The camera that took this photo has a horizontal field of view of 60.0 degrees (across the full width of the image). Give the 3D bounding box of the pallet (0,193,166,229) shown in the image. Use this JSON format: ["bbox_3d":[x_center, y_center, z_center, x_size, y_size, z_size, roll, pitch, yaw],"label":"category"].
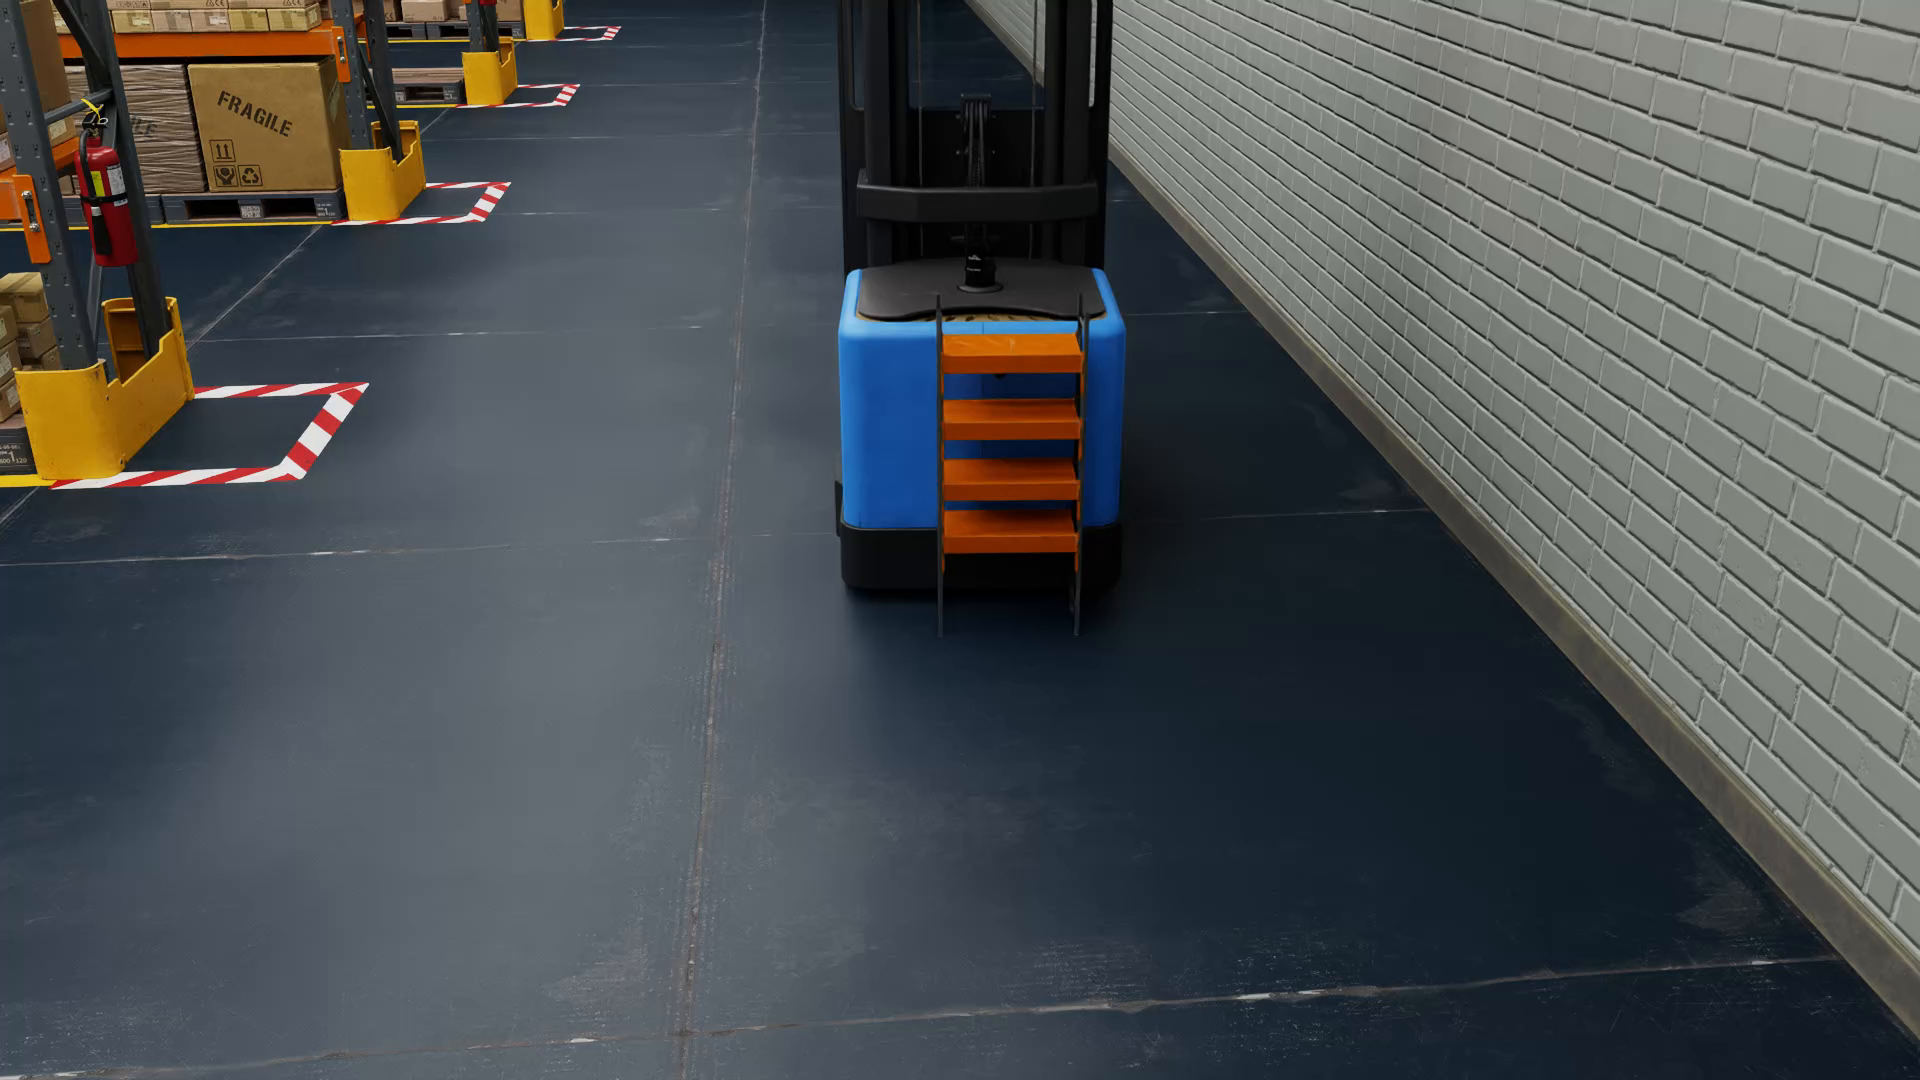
[{"bbox_3d":[-6.283,-2.500,12.115,1.213,0.211,1.003,-2,24,-5],"label":"pallet"}]

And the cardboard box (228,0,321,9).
[{"bbox_3d":[-4.739,-3.826,11.484,0.500,0.250,0.500,-3,24,-6],"label":"cardboard box"}]

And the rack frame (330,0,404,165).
[{"bbox_3d":[-4.283,-3.886,11.799,0.127,3.000,1.000,-2,24,-5],"label":"rack frame"}]

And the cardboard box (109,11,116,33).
[{"bbox_3d":[-5.880,-3.571,11.401,0.250,0.149,0.380,-2,24,-5],"label":"cardboard box"}]

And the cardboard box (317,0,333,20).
[{"bbox_3d":[-4.669,-3.890,12.118,0.250,0.149,0.380,-2,24,-5],"label":"cardboard box"}]

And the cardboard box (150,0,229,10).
[{"bbox_3d":[-5.244,-3.806,11.439,0.500,0.250,0.500,-3,24,-6],"label":"cardboard box"}]

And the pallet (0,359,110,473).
[{"bbox_3d":[-4.784,-0.581,7.798,1.213,0.211,1.003,-2,24,-5],"label":"pallet"}]

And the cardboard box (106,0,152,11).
[{"bbox_3d":[-5.751,-3.786,11.393,0.500,0.250,0.500,-3,24,-7],"label":"cardboard box"}]

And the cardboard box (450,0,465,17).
[{"bbox_3d":[-6.320,-6.907,21.441,0.500,0.250,0.500,-2,24,-5],"label":"cardboard box"}]

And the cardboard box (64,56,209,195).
[{"bbox_3d":[-5.818,-3.012,11.933,0.875,0.875,0.875,-2,24,-5],"label":"cardboard box"}]

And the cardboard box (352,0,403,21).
[{"bbox_3d":[-7.365,-6.867,21.039,0.637,0.503,0.797,-2,24,-5],"label":"cardboard box"}]

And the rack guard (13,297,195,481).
[{"bbox_3d":[-3.972,-0.731,7.780,0.348,0.500,1.175,-2,24,-5],"label":"rack guard"}]

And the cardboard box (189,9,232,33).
[{"bbox_3d":[-5.115,-3.603,11.472,0.250,0.149,0.380,-2,24,-5],"label":"cardboard box"}]

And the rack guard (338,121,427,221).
[{"bbox_3d":[-4.259,-2.744,12.309,0.348,0.500,1.175,-2,24,-5],"label":"rack guard"}]

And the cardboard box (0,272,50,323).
[{"bbox_3d":[-4.451,-1.154,7.914,0.250,0.149,0.380,-3,24,-8],"label":"cardboard box"}]

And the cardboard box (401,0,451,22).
[{"bbox_3d":[-6.718,-6.687,20.946,0.500,0.250,0.500,-2,24,-5],"label":"cardboard box"}]

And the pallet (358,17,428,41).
[{"bbox_3d":[-7.333,-6.533,21.188,1.213,0.211,1.003,-2,24,-5],"label":"pallet"}]

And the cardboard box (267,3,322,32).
[{"bbox_3d":[-4.605,-3.623,11.518,0.250,0.149,0.380,-2,24,-4],"label":"cardboard box"}]

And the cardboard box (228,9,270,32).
[{"bbox_3d":[-4.864,-3.612,11.493,0.250,0.149,0.380,-2,24,-5],"label":"cardboard box"}]

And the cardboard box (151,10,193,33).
[{"bbox_3d":[-5.363,-3.593,11.450,0.250,0.149,0.380,-2,24,-4],"label":"cardboard box"}]

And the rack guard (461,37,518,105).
[{"bbox_3d":[-4.747,-4.751,16.824,0.348,0.500,1.175,-2,24,-5],"label":"rack guard"}]

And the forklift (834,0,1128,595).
[{"bbox_3d":[0.053,-1.690,6.944,1.130,2.935,3.031,0,24,-1],"label":"forklift"}]

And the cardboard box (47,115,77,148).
[{"bbox_3d":[-4.251,-1.881,7.599,0.250,0.149,0.380,-2,24,-6],"label":"cardboard box"}]

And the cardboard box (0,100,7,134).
[{"bbox_3d":[-4.318,-1.936,6.924,0.500,0.500,0.500,-2,24,-4],"label":"cardboard box"}]

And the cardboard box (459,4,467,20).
[{"bbox_3d":[-6.182,-6.695,21.066,0.250,0.166,0.380,-2,24,-5],"label":"cardboard box"}]

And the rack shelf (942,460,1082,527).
[{"bbox_3d":[0.174,-0.165,5.809,0.480,0.148,0.258,-1,24,-2],"label":"rack shelf"}]

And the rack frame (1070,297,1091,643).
[{"bbox_3d":[0.418,-0.229,5.789,0.015,1.200,0.240,-1,24,-2],"label":"rack frame"}]

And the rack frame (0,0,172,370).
[{"bbox_3d":[-3.896,-1.877,7.279,0.127,3.000,1.000,-2,24,-5],"label":"rack frame"}]

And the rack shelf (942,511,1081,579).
[{"bbox_3d":[0.174,0.017,5.890,0.480,0.148,0.258,-1,24,-2],"label":"rack shelf"}]

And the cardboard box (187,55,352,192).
[{"bbox_3d":[-4.912,-3.049,12.015,0.875,0.875,0.875,-2,24,-5],"label":"cardboard box"}]

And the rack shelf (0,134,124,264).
[{"bbox_3d":[-5.887,-1.468,7.246,4.000,0.370,1.077,-2,24,-5],"label":"rack shelf"}]

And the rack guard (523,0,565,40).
[{"bbox_3d":[-5.329,-6.745,21.309,0.348,0.500,1.175,-2,24,-5],"label":"rack guard"}]

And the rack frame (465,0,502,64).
[{"bbox_3d":[-4.770,-5.888,16.303,0.127,3.000,1.000,-2,24,-5],"label":"rack frame"}]

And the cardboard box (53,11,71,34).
[{"bbox_3d":[-6.126,-3.563,11.381,0.250,0.149,0.380,-2,24,-4],"label":"cardboard box"}]

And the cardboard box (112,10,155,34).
[{"bbox_3d":[-5.621,-3.582,11.425,0.250,0.149,0.380,-3,24,-6],"label":"cardboard box"}]

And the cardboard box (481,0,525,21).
[{"bbox_3d":[-5.770,-6.827,20.953,0.500,0.500,0.500,-2,24,-5],"label":"cardboard box"}]

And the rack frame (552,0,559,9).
[{"bbox_3d":[-5.253,-7.890,20.808,0.127,3.000,1.000,-2,24,-5],"label":"rack frame"}]

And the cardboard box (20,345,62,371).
[{"bbox_3d":[-4.449,-0.874,8.017,0.250,0.149,0.380,-2,24,-4],"label":"cardboard box"}]

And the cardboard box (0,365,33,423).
[{"bbox_3d":[-4.400,-0.661,7.536,0.250,0.149,0.380,-2,24,-4],"label":"cardboard box"}]

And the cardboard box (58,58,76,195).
[{"bbox_3d":[-6.704,-2.977,11.853,0.875,0.875,0.875,-2,24,-5],"label":"cardboard box"}]

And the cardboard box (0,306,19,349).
[{"bbox_3d":[-4.398,-0.914,7.374,0.250,0.149,0.380,-2,24,-5],"label":"cardboard box"}]

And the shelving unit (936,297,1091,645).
[{"bbox_3d":[0.174,-0.226,5.782,0.503,1.200,0.258,-1,24,-2],"label":"shelving unit"}]

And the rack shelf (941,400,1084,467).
[{"bbox_3d":[0.174,-0.369,5.719,0.480,0.148,0.258,-1,24,-2],"label":"rack shelf"}]

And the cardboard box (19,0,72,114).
[{"bbox_3d":[-4.370,-2.152,7.409,0.500,0.500,0.500,-1,24,-3],"label":"cardboard box"}]

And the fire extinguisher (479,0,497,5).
[{"bbox_3d":[-4.575,-5.504,15.995,0.183,0.674,0.296,-2,24,-5],"label":"fire extinguisher"}]

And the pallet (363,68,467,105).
[{"bbox_3d":[-5.595,-4.596,16.830,1.213,0.211,1.003,-2,24,-5],"label":"pallet"}]

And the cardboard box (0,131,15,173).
[{"bbox_3d":[-4.193,-1.635,7.044,0.250,0.149,0.380,-2,24,-5],"label":"cardboard box"}]

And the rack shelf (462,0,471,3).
[{"bbox_3d":[-6.760,-5.479,16.269,4.000,0.370,1.077,-2,24,-5],"label":"rack shelf"}]

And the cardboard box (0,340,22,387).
[{"bbox_3d":[-4.393,-0.765,7.406,0.250,0.149,0.380,-3,24,-7],"label":"cardboard box"}]

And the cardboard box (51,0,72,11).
[{"bbox_3d":[-6.269,-3.763,11.342,0.500,0.250,0.500,-2,24,-5],"label":"cardboard box"}]

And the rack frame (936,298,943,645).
[{"bbox_3d":[-0.070,-0.224,5.776,0.015,1.200,0.240,-1,24,-2],"label":"rack frame"}]

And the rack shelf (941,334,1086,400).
[{"bbox_3d":[0.174,-0.585,5.622,0.480,0.148,0.258,-1,24,-2],"label":"rack shelf"}]

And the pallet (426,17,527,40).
[{"bbox_3d":[-6.122,-6.580,21.295,1.213,0.211,1.003,-2,24,-5],"label":"pallet"}]

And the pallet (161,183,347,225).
[{"bbox_3d":[-5.071,-2.548,12.222,1.213,0.211,1.003,-2,24,-5],"label":"pallet"}]

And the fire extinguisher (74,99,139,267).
[{"bbox_3d":[-3.600,-1.494,6.974,0.183,0.674,0.296,-2,24,-5],"label":"fire extinguisher"}]

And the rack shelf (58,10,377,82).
[{"bbox_3d":[-6.274,-3.477,11.765,4.000,0.370,1.077,-2,24,-5],"label":"rack shelf"}]

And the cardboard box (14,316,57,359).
[{"bbox_3d":[-4.443,-0.985,7.899,0.250,0.149,0.380,-1,24,-3],"label":"cardboard box"}]
